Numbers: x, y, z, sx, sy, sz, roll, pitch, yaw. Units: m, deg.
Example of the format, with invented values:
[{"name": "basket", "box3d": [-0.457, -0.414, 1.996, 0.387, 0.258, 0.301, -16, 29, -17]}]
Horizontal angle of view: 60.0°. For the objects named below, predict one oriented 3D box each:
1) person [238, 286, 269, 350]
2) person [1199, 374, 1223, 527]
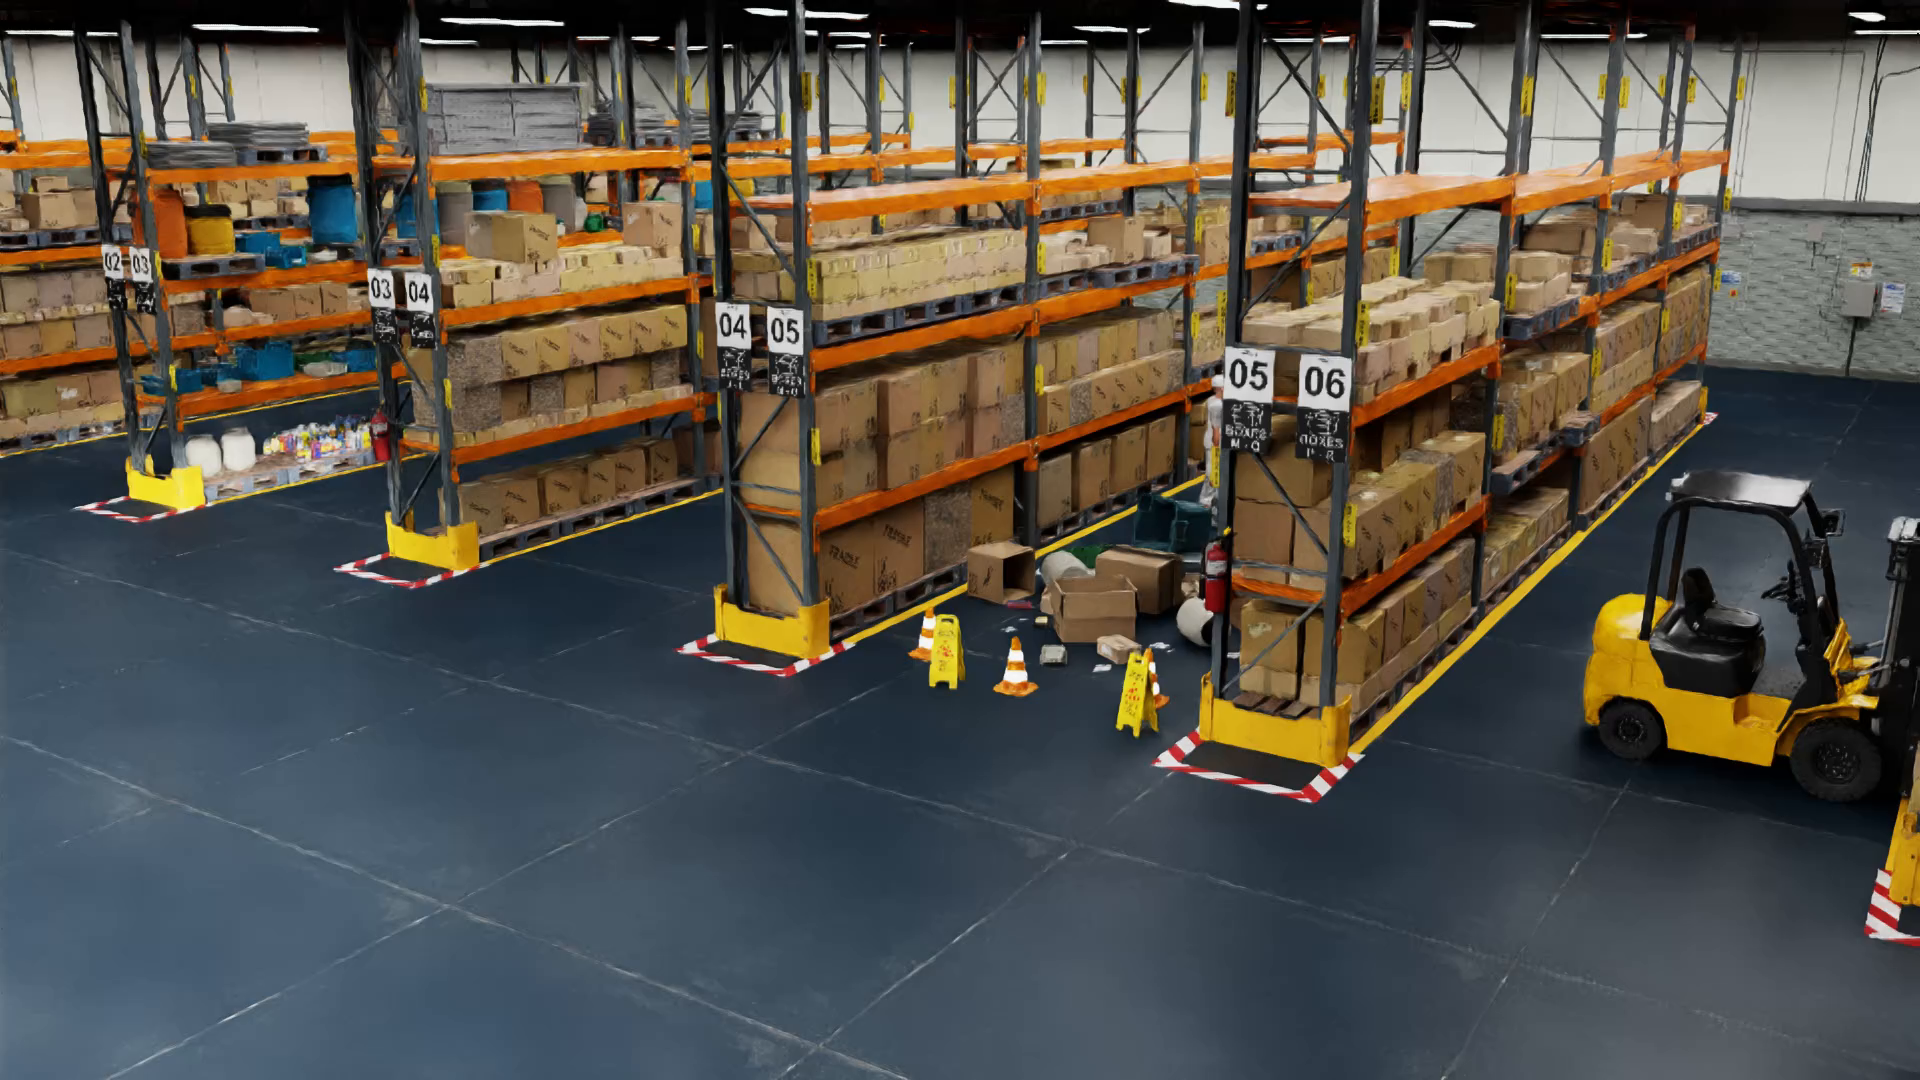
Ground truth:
[{"name": "person", "box3d": [-12.333, -3.617, 29.134, 0.677, 1.671, 0.534, 9, 18, 31]}, {"name": "person", "box3d": [3.091, -1.082, 19.690, 0.467, 1.789, 0.622, 2, 16, 8]}]
